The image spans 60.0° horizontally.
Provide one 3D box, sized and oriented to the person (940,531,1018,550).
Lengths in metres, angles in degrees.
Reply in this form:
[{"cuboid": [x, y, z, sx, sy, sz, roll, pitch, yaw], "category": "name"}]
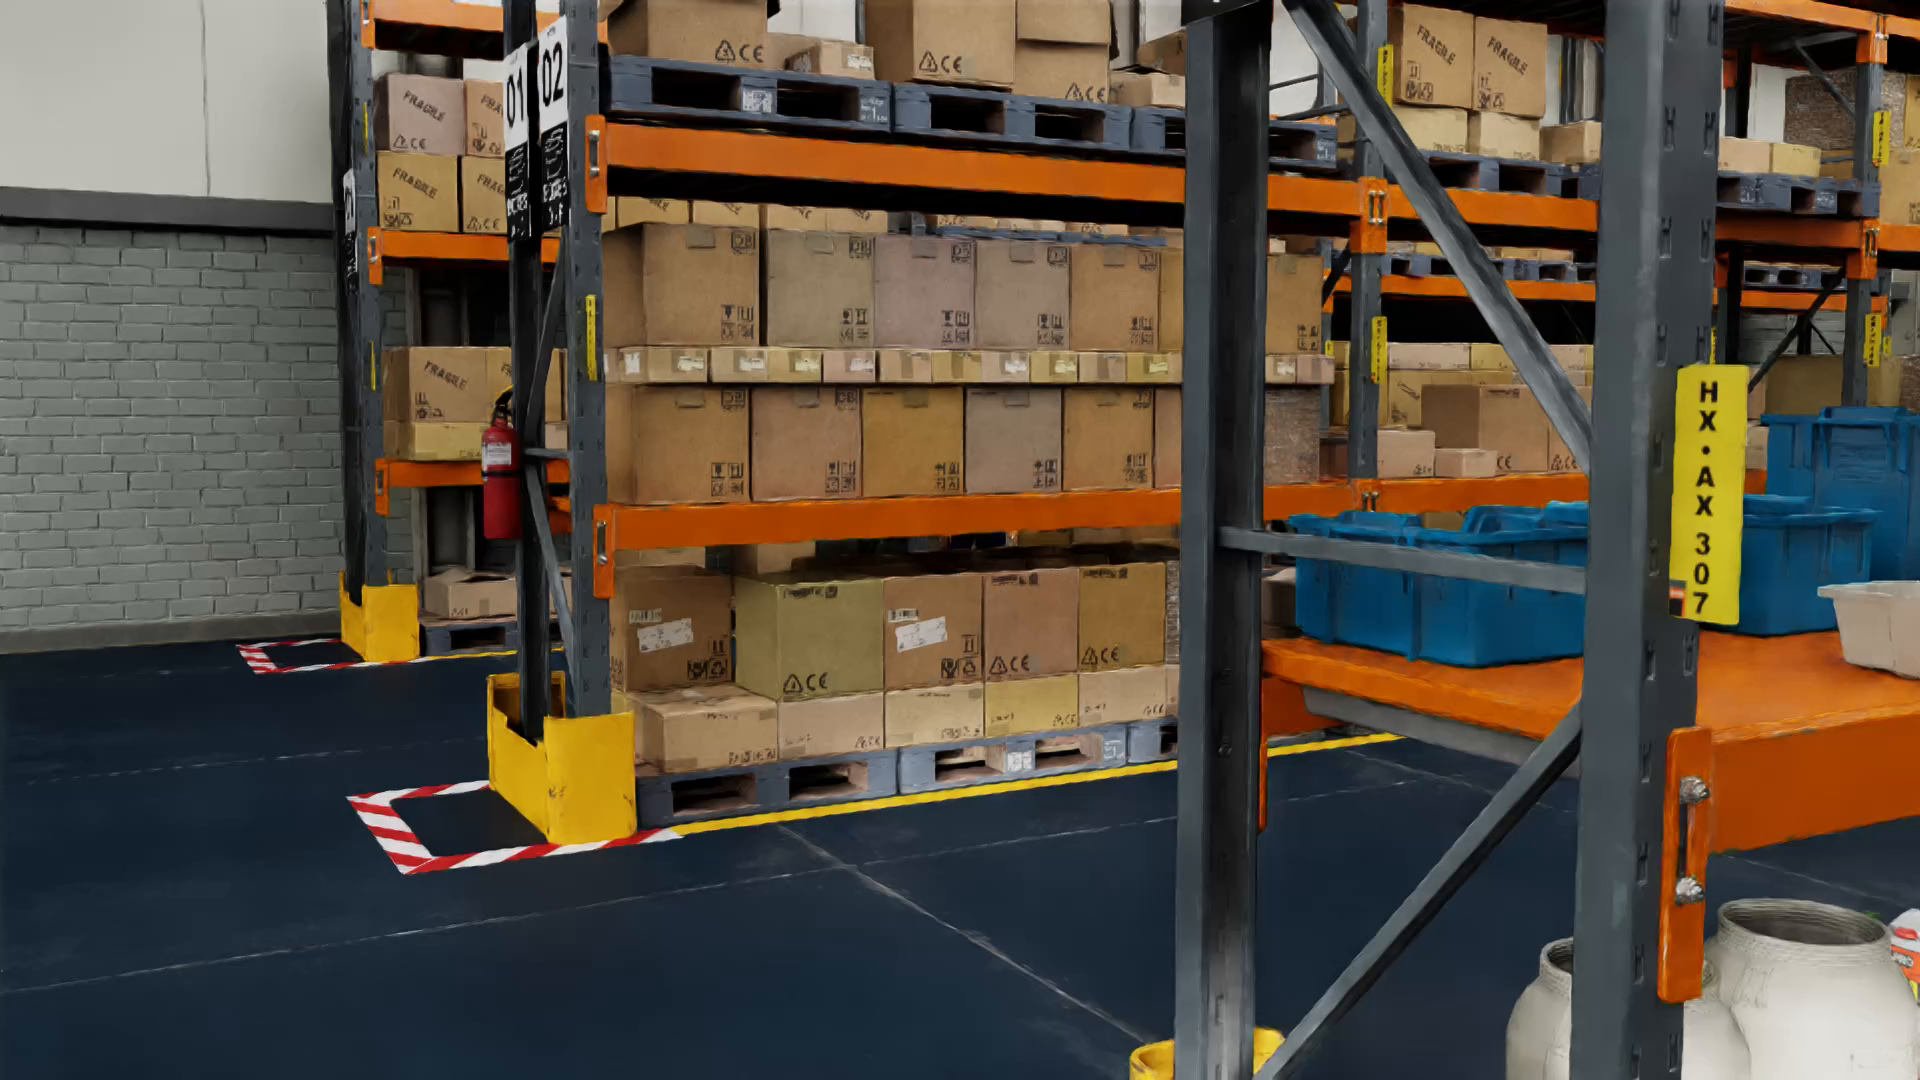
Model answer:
[{"cuboid": [0.086, -0.071, 11.125, 0.602, 1.653, 0.374, -1, 5, -6], "category": "person"}]
